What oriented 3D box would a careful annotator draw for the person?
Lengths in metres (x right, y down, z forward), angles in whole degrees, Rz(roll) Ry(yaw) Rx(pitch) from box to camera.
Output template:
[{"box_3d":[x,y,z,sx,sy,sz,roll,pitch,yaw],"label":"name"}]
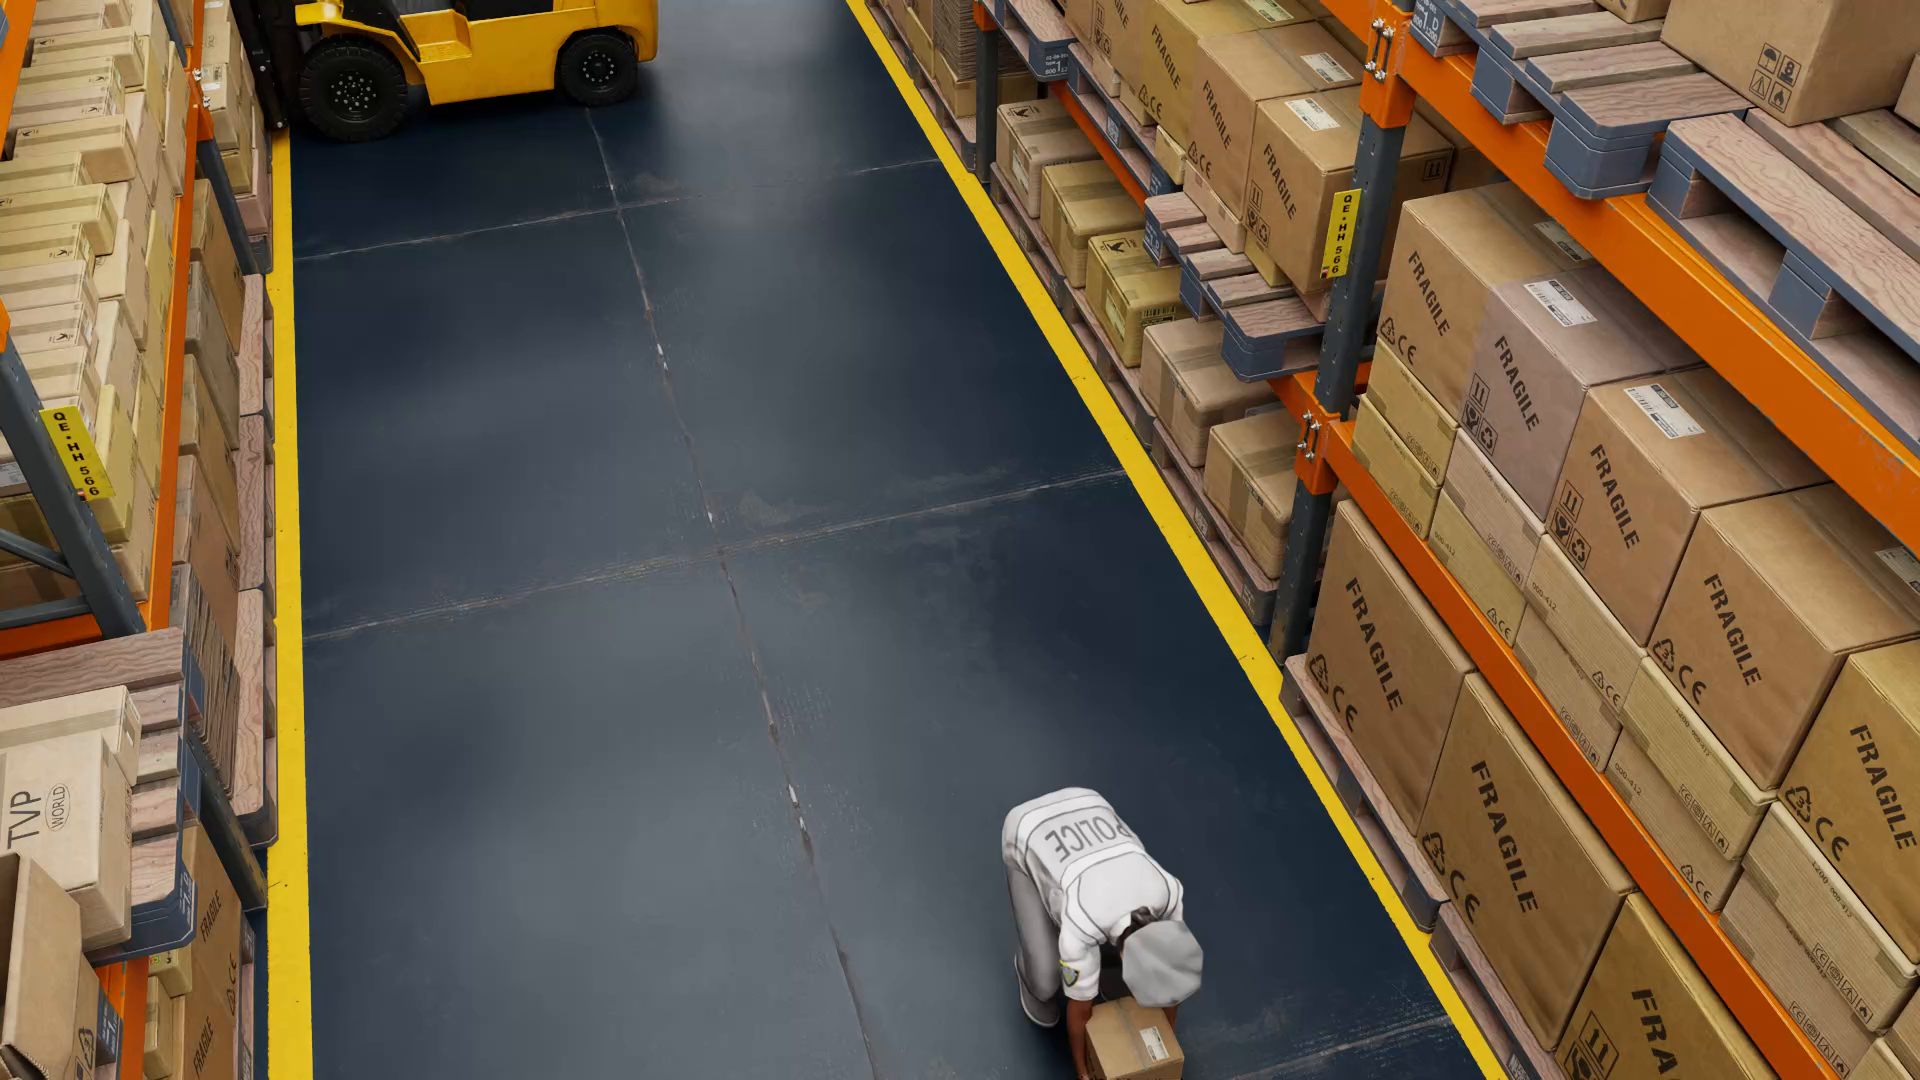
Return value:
[{"box_3d":[0.441,1.277,5.275,0.471,0.981,0.921,-14,44,-14],"label":"person"}]
